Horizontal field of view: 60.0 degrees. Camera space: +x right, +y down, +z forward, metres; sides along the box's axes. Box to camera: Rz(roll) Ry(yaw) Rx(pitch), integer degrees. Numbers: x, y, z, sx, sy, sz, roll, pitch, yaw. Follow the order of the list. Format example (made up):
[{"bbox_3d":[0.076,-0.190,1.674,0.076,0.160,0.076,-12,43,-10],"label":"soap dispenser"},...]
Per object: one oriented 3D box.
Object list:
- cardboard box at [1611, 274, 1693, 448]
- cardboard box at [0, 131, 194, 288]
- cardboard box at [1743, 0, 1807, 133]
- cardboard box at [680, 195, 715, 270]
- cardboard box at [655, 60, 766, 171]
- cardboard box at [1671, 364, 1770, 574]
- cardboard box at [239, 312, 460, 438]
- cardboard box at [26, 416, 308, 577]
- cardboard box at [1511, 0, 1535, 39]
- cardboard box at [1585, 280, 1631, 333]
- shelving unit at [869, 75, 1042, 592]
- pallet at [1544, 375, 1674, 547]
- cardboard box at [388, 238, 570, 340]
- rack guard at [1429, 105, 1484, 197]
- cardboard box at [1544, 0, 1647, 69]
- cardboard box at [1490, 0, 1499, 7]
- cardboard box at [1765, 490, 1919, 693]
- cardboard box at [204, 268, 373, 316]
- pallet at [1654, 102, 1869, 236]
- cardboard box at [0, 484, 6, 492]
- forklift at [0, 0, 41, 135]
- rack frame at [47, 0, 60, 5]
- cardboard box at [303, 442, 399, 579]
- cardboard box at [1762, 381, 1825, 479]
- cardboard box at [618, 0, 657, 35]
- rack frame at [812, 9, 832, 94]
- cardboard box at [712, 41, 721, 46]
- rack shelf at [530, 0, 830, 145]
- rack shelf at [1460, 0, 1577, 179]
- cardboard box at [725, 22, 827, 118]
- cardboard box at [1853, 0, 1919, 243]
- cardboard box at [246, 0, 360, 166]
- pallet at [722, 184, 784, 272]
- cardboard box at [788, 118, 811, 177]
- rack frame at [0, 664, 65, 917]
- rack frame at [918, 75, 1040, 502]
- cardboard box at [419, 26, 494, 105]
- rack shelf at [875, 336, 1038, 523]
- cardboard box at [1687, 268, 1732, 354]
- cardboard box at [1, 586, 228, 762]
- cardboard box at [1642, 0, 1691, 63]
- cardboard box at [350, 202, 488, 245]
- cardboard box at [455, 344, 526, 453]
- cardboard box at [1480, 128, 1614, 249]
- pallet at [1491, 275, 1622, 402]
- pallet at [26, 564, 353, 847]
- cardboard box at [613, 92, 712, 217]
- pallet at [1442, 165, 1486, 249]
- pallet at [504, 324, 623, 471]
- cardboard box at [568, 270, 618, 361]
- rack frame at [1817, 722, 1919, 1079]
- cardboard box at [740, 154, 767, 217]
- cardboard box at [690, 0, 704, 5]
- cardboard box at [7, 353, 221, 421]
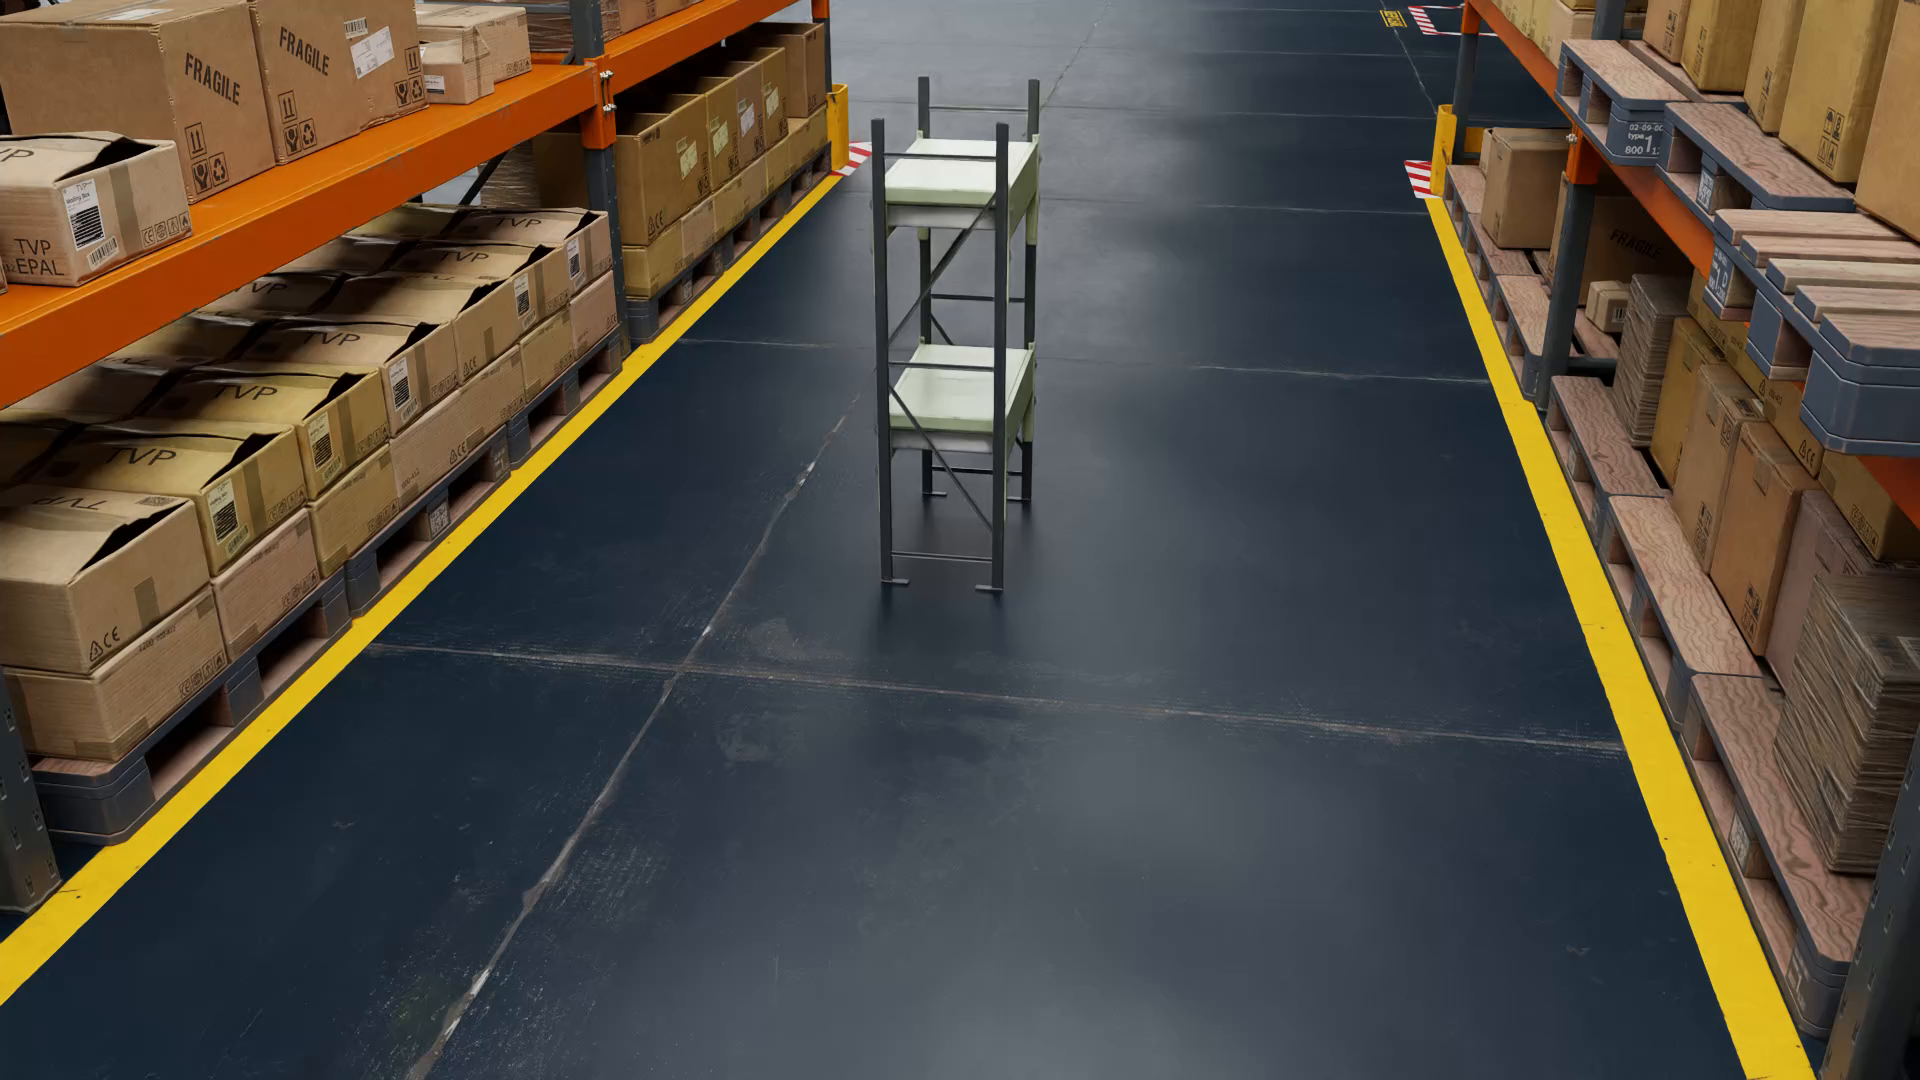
[{"bbox_3d":[2.787,-0.630,5.988,0.700,0.500,0.500,5,26,10],"label":"cardboard box"},{"bbox_3d":[-2.313,-0.861,4.157,0.500,0.311,0.500,4,25,8],"label":"cardboard box"},{"bbox_3d":[2.599,-1.395,4.556,0.700,0.500,0.500,8,26,16],"label":"cardboard box"},{"bbox_3d":[-1.535,-1.540,8.251,0.500,0.250,0.500,4,25,9],"label":"cardboard box"},{"bbox_3d":[-1.369,-2.298,8.985,0.500,0.500,0.500,4,25,9],"label":"cardboard box"},{"bbox_3d":[2.629,-0.200,5.069,0.700,0.500,0.500,4,25,9],"label":"cardboard box"},{"bbox_3d":[-2.028,-0.587,5.552,0.500,0.311,0.500,4,25,8],"label":"cardboard box"},{"bbox_3d":[-2.197,-0.159,4.637,0.500,0.311,0.500,3,25,7],"label":"cardboard box"},{"bbox_3d":[2.826,-2.452,7.603,0.500,0.250,0.500,4,25,8],"label":"cardboard box"},{"bbox_3d":[2.949,-1.014,7.201,0.380,0.166,0.250,1,25,2],"label":"cardboard box"},{"bbox_3d":[0.001,-0.682,5.438,0.431,1.500,0.755,4,25,9],"label":"shelving unit"},{"bbox_3d":[2.765,-0.284,6.107,1.003,0.211,1.213,4,25,9],"label":"pallet"},{"bbox_3d":[-1.859,-1.005,6.446,0.500,0.311,0.500,5,25,10],"label":"cardboard box"},{"bbox_3d":[3.533,-2.381,10.248,1.175,0.500,0.348,4,25,9],"label":"rack guard"},{"bbox_3d":[2.670,-2.032,6.707,0.500,0.250,0.500,4,25,9],"label":"cardboard box"},{"bbox_3d":[2.992,-2.873,8.504,0.500,0.250,0.500,4,25,8],"label":"cardboard box"},{"bbox_3d":[2.503,0.221,4.168,0.700,0.500,0.500,4,25,8],"label":"cardboard box"},{"bbox_3d":[-2.480,-0.832,6.075,0.500,0.311,0.500,3,25,7],"label":"cardboard box"},{"bbox_3d":[2.521,-0.943,4.453,1.003,0.211,1.213,4,25,9],"label":"pallet"},{"bbox_3d":[-2.807,0.024,4.247,0.500,0.311,0.500,5,25,10],"label":"cardboard box"},{"bbox_3d":[-4.426,-1.979,6.521,1.130,2.935,3.031,4,25,8],"label":"forklift"},{"bbox_3d":[-6.229,-4.232,11.252,1.000,3.000,0.127,4,25,9],"label":"rack frame"},{"bbox_3d":[-2.115,-0.113,5.200,0.500,0.250,0.500,3,25,7],"label":"cardboard box"},{"bbox_3d":[2.538,-0.360,4.526,0.500,0.250,0.500,4,25,8],"label":"cardboard box"},{"bbox_3d":[-1.850,-2.666,7.790,0.700,0.500,0.500,4,25,8],"label":"cardboard box"},{"bbox_3d":[-1.343,-3.887,10.515,1.000,3.000,0.127,4,25,9],"label":"rack frame"},{"bbox_3d":[-1.730,-2.753,9.957,0.500,0.500,0.500,4,25,9],"label":"cardboard box"},{"bbox_3d":[-1.670,-2.725,8.881,1.077,0.370,4.000,4,25,9],"label":"rack shelf"},{"bbox_3d":[3.218,-2.383,8.151,1.077,0.370,4.000,4,25,9],"label":"rack shelf"},{"bbox_3d":[-1.137,-2.926,10.327,0.500,0.500,0.500,4,25,9],"label":"cardboard box"},{"bbox_3d":[2.369,-0.877,3.448,0.700,0.500,0.500,2,25,4],"label":"cardboard box"},{"bbox_3d":[-2.306,-1.509,5.318,0.500,0.500,0.500,4,25,9],"label":"cardboard box"},{"bbox_3d":[-1.628,-1.792,9.330,1.003,0.211,1.213,4,25,9],"label":"pallet"},{"bbox_3d":[-1.209,-2.377,10.038,0.500,0.250,0.500,4,25,9],"label":"cardboard box"},{"bbox_3d":[-2.650,-0.541,3.367,1.000,3.000,0.127,4,25,9],"label":"rack frame"},{"bbox_3d":[0.061,-0.835,5.765,0.400,1.500,0.023,4,25,9],"label":"rack frame"},{"bbox_3d":[-1.959,-1.773,6.157,0.396,0.266,0.258,3,25,7],"label":"cardboard box"},{"bbox_3d":[0.001,-0.387,5.576,0.431,0.370,0.720,4,25,9],"label":"rack shelf"},{"bbox_3d":[2.719,-0.786,5.435,0.500,0.250,0.500,3,25,7],"label":"cardboard box"},{"bbox_3d":[-2.275,0.316,4.286,0.500,0.250,0.500,4,25,8],"label":"cardboard box"},{"bbox_3d":[2.774,-1.906,5.647,0.700,0.500,0.500,4,25,9],"label":"cardboard box"},{"bbox_3d":[-2.310,-1.257,6.984,0.500,0.311,0.500,4,25,9],"label":"cardboard box"},{"bbox_3d":[-1.946,-0.540,6.113,0.500,0.250,0.500,5,25,10],"label":"cardboard box"},{"bbox_3d":[3.081,-1.787,8.460,0.700,0.500,0.500,2,25,5],"label":"cardboard box"},{"bbox_3d":[2.966,-0.893,7.408,1.003,0.211,1.213,4,25,9],"label":"pallet"},{"bbox_3d":[-2.477,0.380,4.688,1.003,0.211,1.213,4,25,9],"label":"pallet"},{"bbox_3d":[-1.538,-1.880,8.092,0.500,0.500,0.500,4,25,9],"label":"cardboard box"},{"bbox_3d":[3.365,-1.913,9.588,1.003,0.211,1.213,4,25,9],"label":"pallet"},{"bbox_3d":[-2.078,-0.640,6.868,1.003,0.211,1.213,4,25,9],"label":"pallet"},{"bbox_3d":[-1.778,-0.965,7.022,0.500,0.250,0.500,4,25,8],"label":"cardboard box"},{"bbox_3d":[2.238,-0.199,2.637,1.000,3.000,0.127,4,25,9],"label":"rack frame"},{"bbox_3d":[-1.372,-1.959,9.144,0.500,0.250,0.500,4,25,9],"label":"cardboard box"},{"bbox_3d":[-1.682,-3.090,8.695,0.700,0.500,0.500,5,26,10],"label":"cardboard box"},{"bbox_3d":[-2.644,-0.405,5.163,0.500,0.311,0.500,4,25,8],"label":"cardboard box"}]
